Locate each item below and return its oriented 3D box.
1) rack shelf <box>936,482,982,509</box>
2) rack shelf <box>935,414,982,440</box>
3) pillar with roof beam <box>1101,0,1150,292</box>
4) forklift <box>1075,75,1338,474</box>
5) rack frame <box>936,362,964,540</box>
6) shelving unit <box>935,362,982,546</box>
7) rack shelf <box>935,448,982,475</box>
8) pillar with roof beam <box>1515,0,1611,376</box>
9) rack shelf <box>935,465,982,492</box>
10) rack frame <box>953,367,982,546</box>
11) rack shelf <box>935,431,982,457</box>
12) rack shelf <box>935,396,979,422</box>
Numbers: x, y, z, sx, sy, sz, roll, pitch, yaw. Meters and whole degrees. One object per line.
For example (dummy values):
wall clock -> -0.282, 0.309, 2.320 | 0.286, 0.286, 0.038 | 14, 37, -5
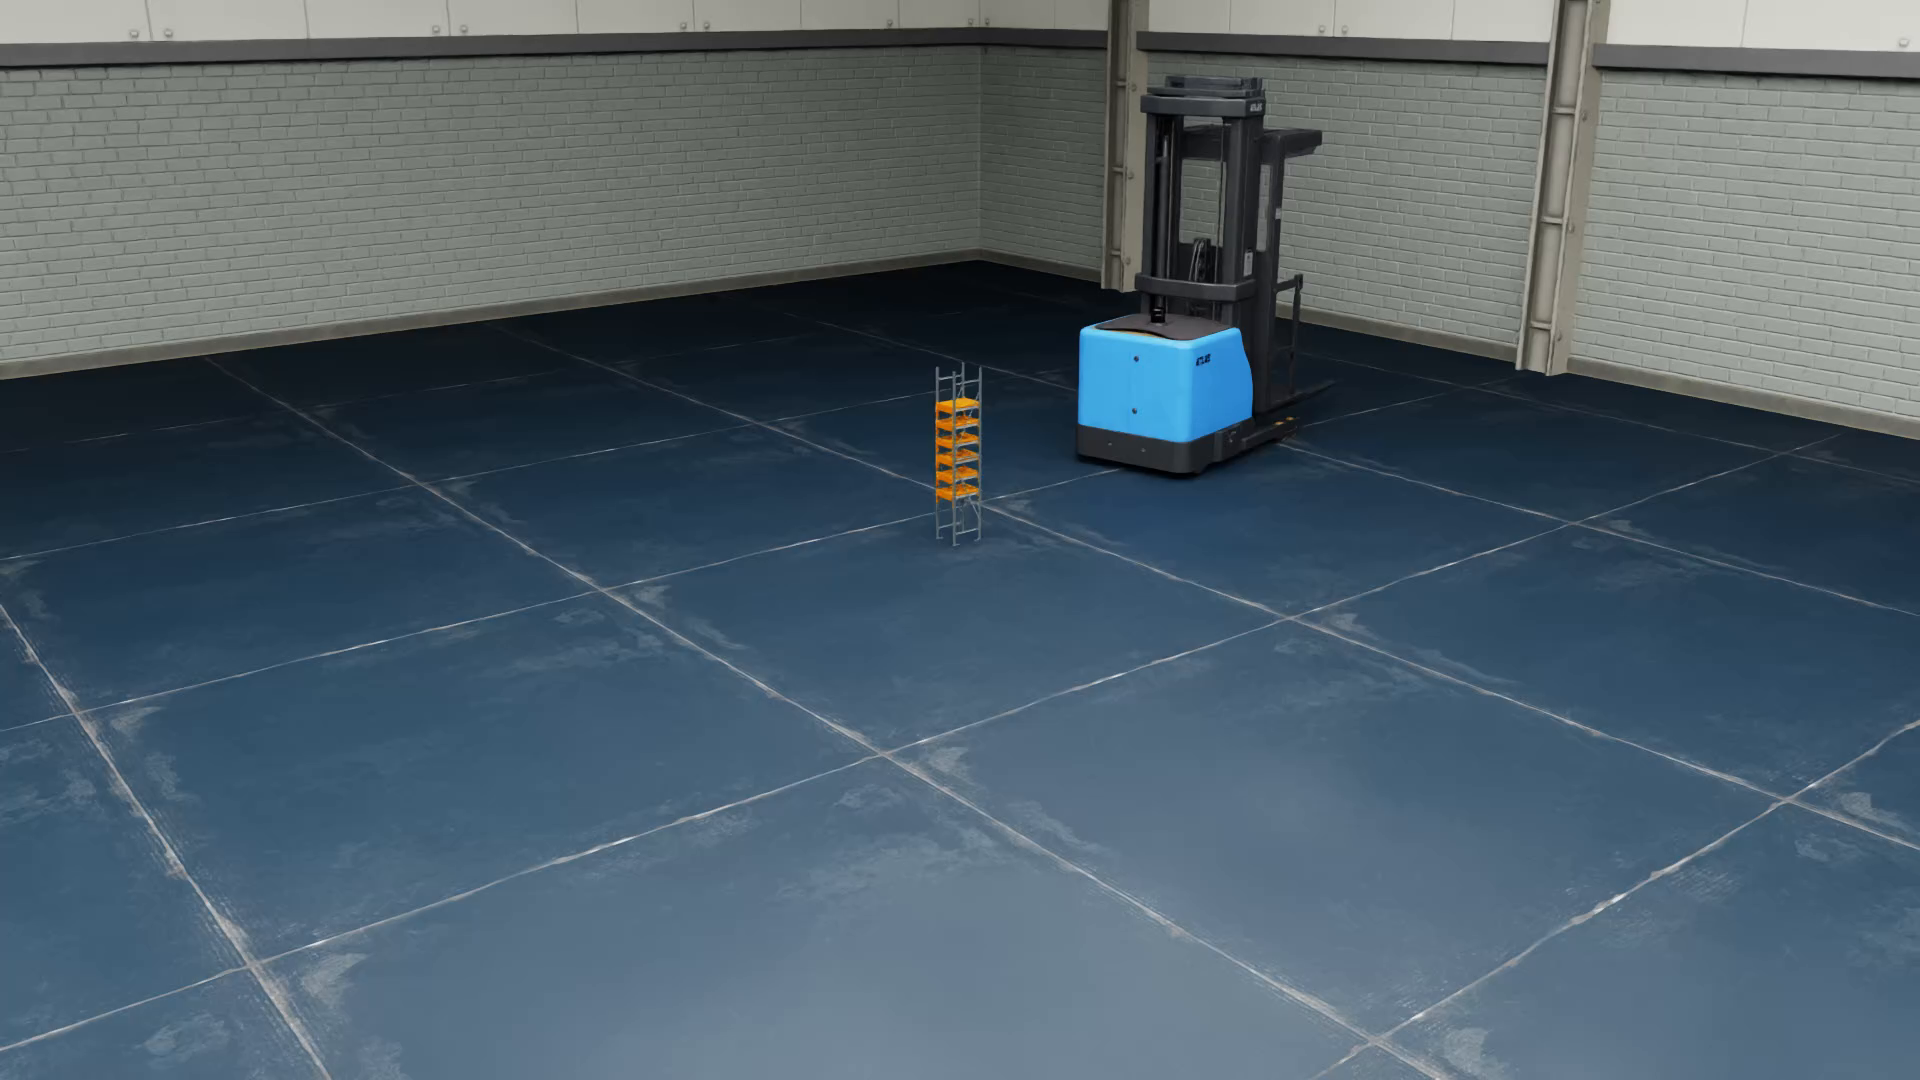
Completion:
rack shelf -> -0.009, -0.303, 11.274 | 0.258, 0.103, 0.180 | -14, 23, -36
rack shelf -> -0.009, -0.759, 11.123 | 0.258, 0.103, 0.180 | -14, 23, -36
pillar with roof beam -> -1.362, -6.582, 16.925 | 9.100, 9.000, 0.400 | -14, 23, -36
forklift -> 2.214, -2.296, 13.633 | 1.130, 2.935, 3.031 | 14, 23, 35
rack frame -> -0.066, -0.596, 11.253 | 0.240, 1.200, 0.006 | -14, 23, -36
shelving unit -> -0.009, -0.573, 11.185 | 0.258, 1.200, 0.189 | -14, 23, -36
rack shelf -> -0.009, -0.531, 11.199 | 0.258, 0.103, 0.180 | -14, 23, -36
pillar with roof beam -> 2.363, -5.104, 12.460 | 9.100, 9.000, 0.400 | -14, 23, -36
rack shelf -> -0.009, -0.417, 11.236 | 0.258, 0.103, 0.180 | -14, 23, -36
rack frame -> 0.048, -0.551, 11.117 | 0.240, 1.200, 0.006 | -14, 23, -36
rack shelf -> -0.009, -0.645, 11.161 | 0.258, 0.103, 0.180 | -14, 23, -36
rack shelf -> -0.009, -0.873, 11.085 | 0.258, 0.103, 0.180 | -14, 23, -36
